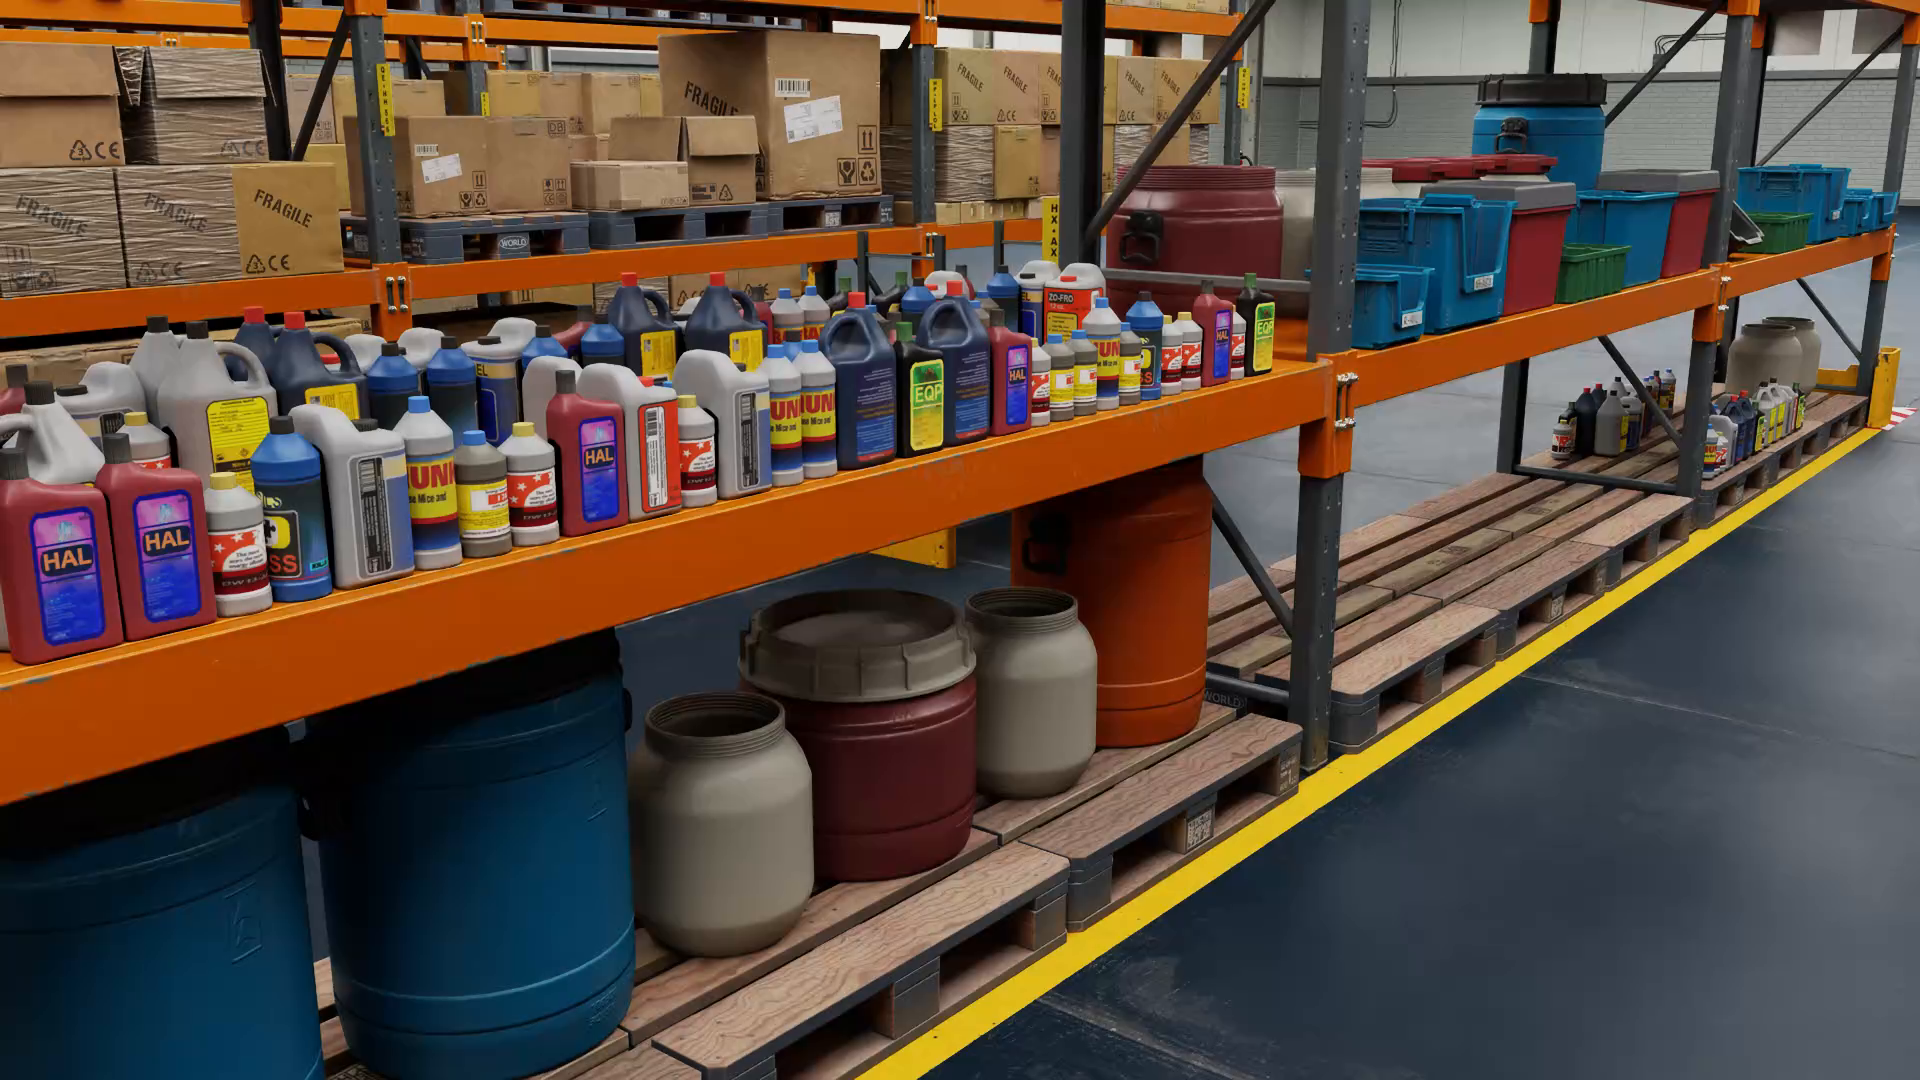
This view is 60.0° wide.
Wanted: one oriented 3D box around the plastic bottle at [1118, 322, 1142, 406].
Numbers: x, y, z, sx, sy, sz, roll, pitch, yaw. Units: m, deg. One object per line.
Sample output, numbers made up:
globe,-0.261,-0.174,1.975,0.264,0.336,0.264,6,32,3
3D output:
plastic bottle,0.409,-0.445,4.188,0.097,0.201,0.097,0,14,0

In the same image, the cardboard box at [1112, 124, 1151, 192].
cardboard box,0.986,-2.991,12.999,0.875,0.500,0.500,11,18,38

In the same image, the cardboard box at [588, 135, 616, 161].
cardboard box,-3.405,-3.463,15.359,0.875,0.550,0.550,11,18,38

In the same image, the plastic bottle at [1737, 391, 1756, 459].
plastic bottle,4.209,-0.627,8.984,0.144,0.351,0.185,10,18,35

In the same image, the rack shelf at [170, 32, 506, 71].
rack shelf,-7.043,-5.359,18.494,1.077,0.370,4.000,11,18,38

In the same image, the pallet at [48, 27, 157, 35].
pallet,-8.771,-5.132,16.521,1.213,0.211,1.003,11,18,38

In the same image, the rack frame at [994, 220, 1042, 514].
rack frame,0.373,-0.841,8.386,0.500,1.500,0.032,11,18,38

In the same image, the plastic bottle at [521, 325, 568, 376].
plastic bottle,-0.886,-0.323,3.562,0.097,0.271,0.097,0,14,0

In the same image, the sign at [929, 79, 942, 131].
sign,-0.158,-2.813,10.753,0.100,0.325,0.005,11,18,38

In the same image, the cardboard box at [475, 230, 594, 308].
cardboard box,-3.936,-2.407,14.970,0.875,0.875,0.875,12,18,38

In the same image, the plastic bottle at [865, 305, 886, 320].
plastic bottle,-0.246,-0.543,4.573,0.097,0.201,0.097,0,14,0

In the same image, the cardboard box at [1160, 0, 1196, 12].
cardboard box,1.505,-4.257,12.999,0.500,0.250,0.500,11,18,38

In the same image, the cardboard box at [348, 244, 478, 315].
cardboard box,-4.706,-2.104,14.031,1.050,0.750,0.750,11,18,37

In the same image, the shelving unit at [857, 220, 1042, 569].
shelving unit,0.048,-0.742,7.996,0.587,1.500,1.083,11,18,38

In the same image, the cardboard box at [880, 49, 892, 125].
cardboard box,-0.523,-3.143,11.566,0.500,0.500,0.500,11,18,38

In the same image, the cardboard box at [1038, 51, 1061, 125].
cardboard box,0.517,-3.253,11.997,0.500,0.500,0.500,11,18,38

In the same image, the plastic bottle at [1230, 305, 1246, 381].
plastic bottle,0.737,-0.546,4.582,0.097,0.201,0.097,0,14,0

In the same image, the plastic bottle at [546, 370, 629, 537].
plastic bottle,-0.647,-0.156,2.883,0.061,0.283,0.133,11,18,38

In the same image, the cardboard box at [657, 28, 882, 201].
cardboard box,-1.200,-2.701,10.591,1.000,1.000,1.000,11,18,38

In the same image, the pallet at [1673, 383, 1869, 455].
pallet,5.249,-0.809,10.877,1.003,0.211,1.213,11,18,38

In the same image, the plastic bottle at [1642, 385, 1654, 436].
plastic bottle,3.953,-0.748,9.599,0.061,0.283,0.133,11,18,38

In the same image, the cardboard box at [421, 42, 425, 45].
cardboard box,-6.328,-5.721,18.968,0.380,0.149,0.250,11,18,38

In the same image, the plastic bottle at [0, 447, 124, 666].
plastic bottle,-1.205,0.014,2.214,0.061,0.283,0.133,11,18,38

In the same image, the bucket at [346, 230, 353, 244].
bucket,-6.094,-2.657,16.051,0.620,0.611,0.726,-19,22,-27

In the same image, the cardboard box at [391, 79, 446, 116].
cardboard box,-4.694,-3.561,13.815,0.700,0.500,0.500,11,18,37

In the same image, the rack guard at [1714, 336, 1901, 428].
rack guard,5.763,-1.103,11.451,1.175,0.500,0.348,11,18,38

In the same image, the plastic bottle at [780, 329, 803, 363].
plastic bottle,-0.348,-0.305,3.494,0.097,0.271,0.097,0,14,0

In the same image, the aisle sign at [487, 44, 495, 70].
aisle sign,-5.521,-5.864,19.833,0.394,0.787,0.004,11,18,38

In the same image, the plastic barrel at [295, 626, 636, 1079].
plastic barrel,-0.967,0.538,3.323,0.600,0.901,0.708,11,18,38

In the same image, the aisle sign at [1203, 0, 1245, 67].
aisle sign,2.195,-4.329,13.790,0.394,0.787,0.004,11,18,38

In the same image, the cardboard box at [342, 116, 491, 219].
cardboard box,-2.798,-1.933,8.583,0.500,0.500,0.500,9,17,31

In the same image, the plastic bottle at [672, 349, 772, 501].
plastic bottle,-0.452,-0.230,3.188,0.152,0.276,0.135,11,18,38

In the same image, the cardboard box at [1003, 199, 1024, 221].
cardboard box,0.230,-2.357,11.821,0.380,0.149,0.250,11,18,38

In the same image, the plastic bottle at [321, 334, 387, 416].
plastic bottle,-1.225,-0.271,3.348,0.152,0.276,0.135,11,18,38

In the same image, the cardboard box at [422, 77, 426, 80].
cardboard box,-6.261,-5.087,19.216,0.700,0.500,0.500,11,18,38

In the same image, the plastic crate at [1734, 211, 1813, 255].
plastic crate,4.333,-1.684,9.091,0.450,0.188,0.662,11,18,38

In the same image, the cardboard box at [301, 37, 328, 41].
cardboard box,-7.035,-5.458,17.933,0.380,0.149,0.250,11,18,36

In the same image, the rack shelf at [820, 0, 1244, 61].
rack shelf,0.665,-3.825,12.458,1.077,0.370,4.000,11,18,38

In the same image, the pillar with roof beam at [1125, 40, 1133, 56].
pillar with roof beam,7.645,-12.248,38.059,9.100,9.000,0.400,11,18,38

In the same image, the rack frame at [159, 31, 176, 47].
rack frame,-8.300,-3.871,17.267,1.000,3.000,0.127,11,18,38

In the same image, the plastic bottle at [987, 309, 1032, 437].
plastic bottle,0.106,-0.386,3.786,0.061,0.283,0.133,11,18,38

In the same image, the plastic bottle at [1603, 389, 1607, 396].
plastic bottle,3.632,-0.710,9.448,0.061,0.283,0.133,13,19,41

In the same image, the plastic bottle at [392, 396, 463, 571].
plastic bottle,-0.856,-0.094,2.662,0.097,0.271,0.097,0,14,0

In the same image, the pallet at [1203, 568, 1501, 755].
pallet,1.264,0.405,6.102,1.003,0.211,1.213,11,18,38

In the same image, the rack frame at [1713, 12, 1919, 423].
rack frame,5.775,-2.337,11.229,1.000,3.000,0.127,11,18,38

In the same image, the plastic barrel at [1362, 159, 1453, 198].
plastic barrel,1.756,-1.264,6.730,0.433,0.535,0.433,0,14,0

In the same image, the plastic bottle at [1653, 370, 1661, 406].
plastic bottle,4.236,-0.894,10.173,0.061,0.283,0.133,12,18,38

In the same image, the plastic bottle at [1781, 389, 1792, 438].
plastic bottle,4.694,-0.740,9.581,0.152,0.276,0.135,11,18,36

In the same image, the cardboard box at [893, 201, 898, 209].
cardboard box,-0.521,-2.348,11.785,0.380,0.149,0.250,11,18,38

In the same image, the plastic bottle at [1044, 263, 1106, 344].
plastic bottle,0.342,-0.688,4.991,0.152,0.276,0.135,11,18,38

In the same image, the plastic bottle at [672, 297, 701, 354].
plastic bottle,-0.648,-0.446,4.039,0.152,0.276,0.135,11,18,38

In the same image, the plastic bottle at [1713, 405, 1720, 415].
plastic bottle,4.088,-0.598,9.034,0.097,0.271,0.097,0,14,0

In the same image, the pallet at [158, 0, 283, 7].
pallet,-5.836,-4.066,12.329,1.003,0.211,1.213,12,19,40

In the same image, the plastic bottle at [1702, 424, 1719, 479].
plastic bottle,3.802,-0.455,8.469,0.097,0.271,0.097,0,14,0

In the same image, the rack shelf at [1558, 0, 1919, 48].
rack shelf,4.518,-3.059,9.441,1.077,0.370,4.000,11,18,38

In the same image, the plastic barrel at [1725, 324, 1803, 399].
plastic barrel,5.105,-1.101,10.563,0.421,0.512,0.421,0,14,0

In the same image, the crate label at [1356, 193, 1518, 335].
crate label,1.581,-0.970,5.778,0.502,0.435,0.616,11,18,38

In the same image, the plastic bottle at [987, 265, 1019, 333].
plastic bottle,0.129,-0.691,5.014,0.097,0.271,0.097,0,14,0
